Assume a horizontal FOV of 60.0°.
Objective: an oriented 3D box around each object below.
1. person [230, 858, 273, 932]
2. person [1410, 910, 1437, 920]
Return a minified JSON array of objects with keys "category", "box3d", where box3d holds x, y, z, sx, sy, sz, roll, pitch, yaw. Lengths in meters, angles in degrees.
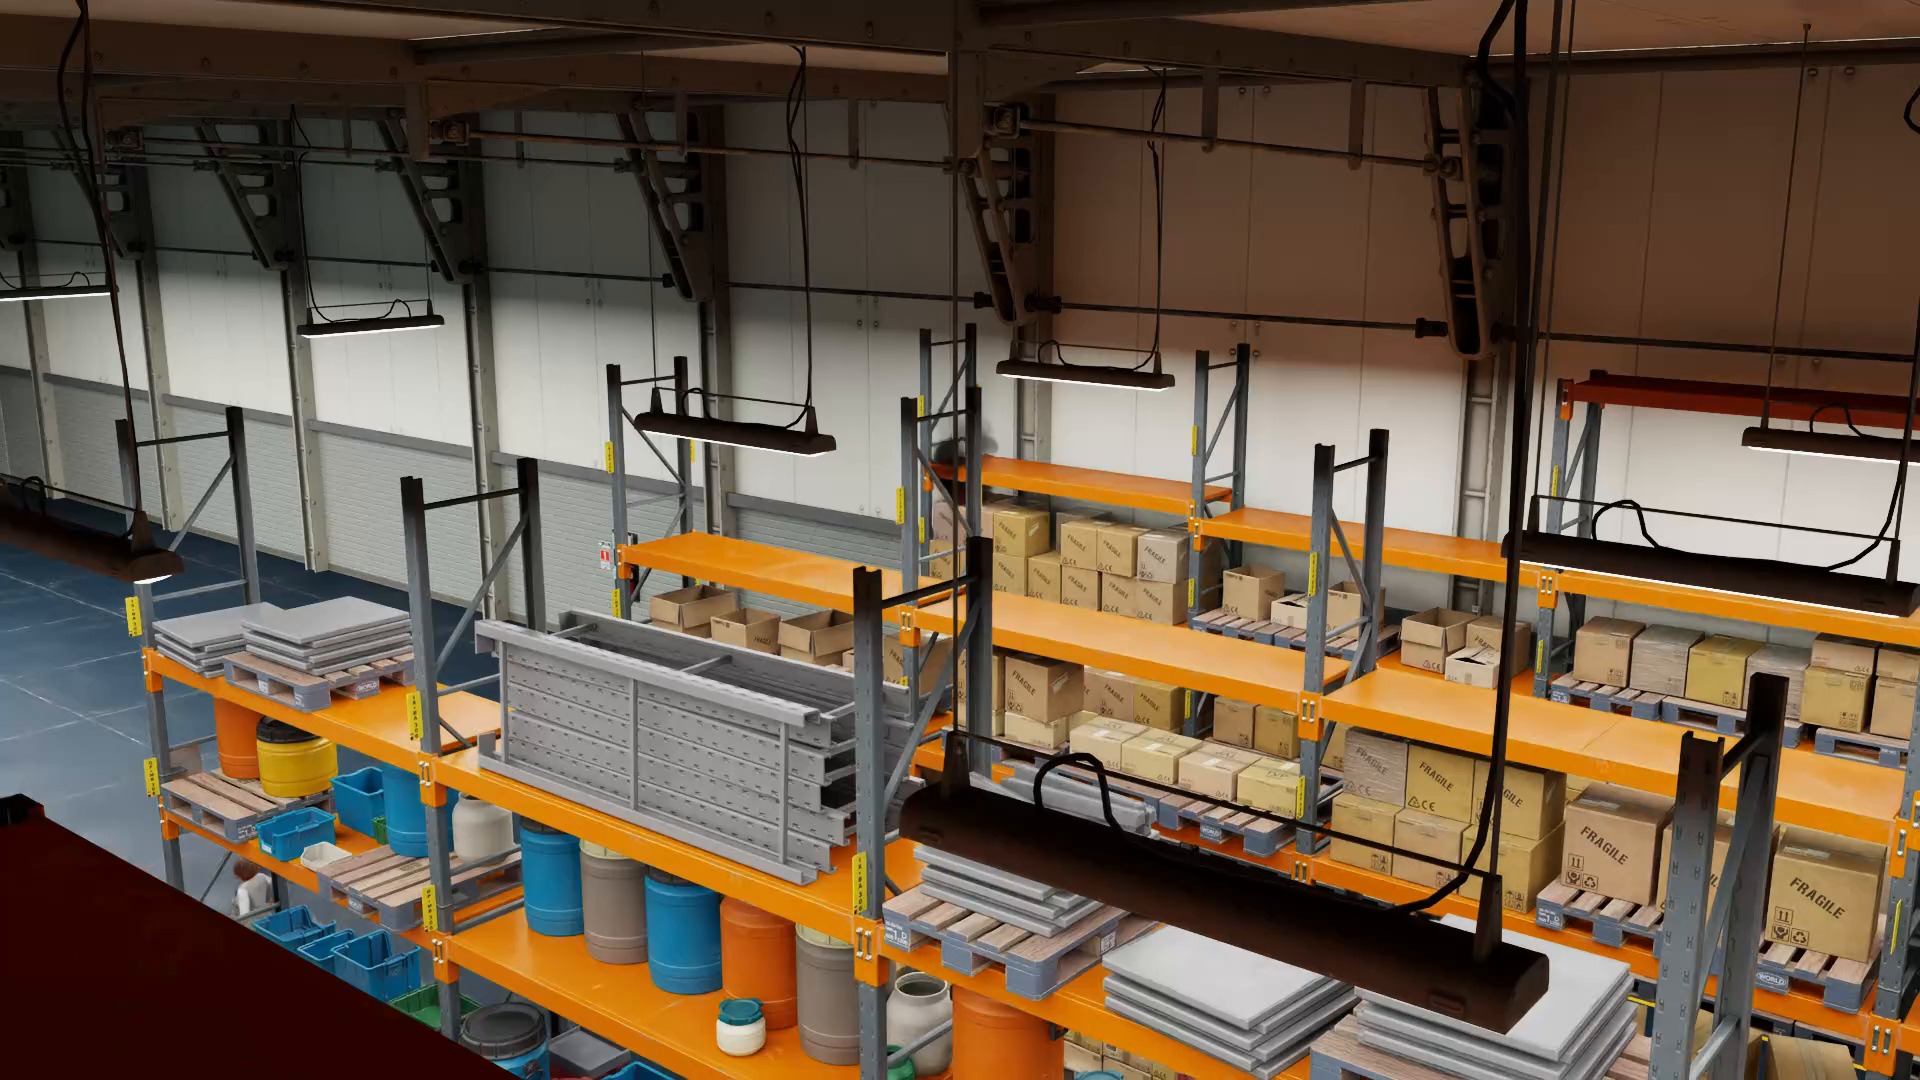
[{"category":"person","box3d":[-6.719,3.778,15.986,0.817,1.594,0.586,1,13,6]},{"category":"person","box3d":[4.062,3.979,14.931,0.613,1.601,0.585,6,14,26]}]
